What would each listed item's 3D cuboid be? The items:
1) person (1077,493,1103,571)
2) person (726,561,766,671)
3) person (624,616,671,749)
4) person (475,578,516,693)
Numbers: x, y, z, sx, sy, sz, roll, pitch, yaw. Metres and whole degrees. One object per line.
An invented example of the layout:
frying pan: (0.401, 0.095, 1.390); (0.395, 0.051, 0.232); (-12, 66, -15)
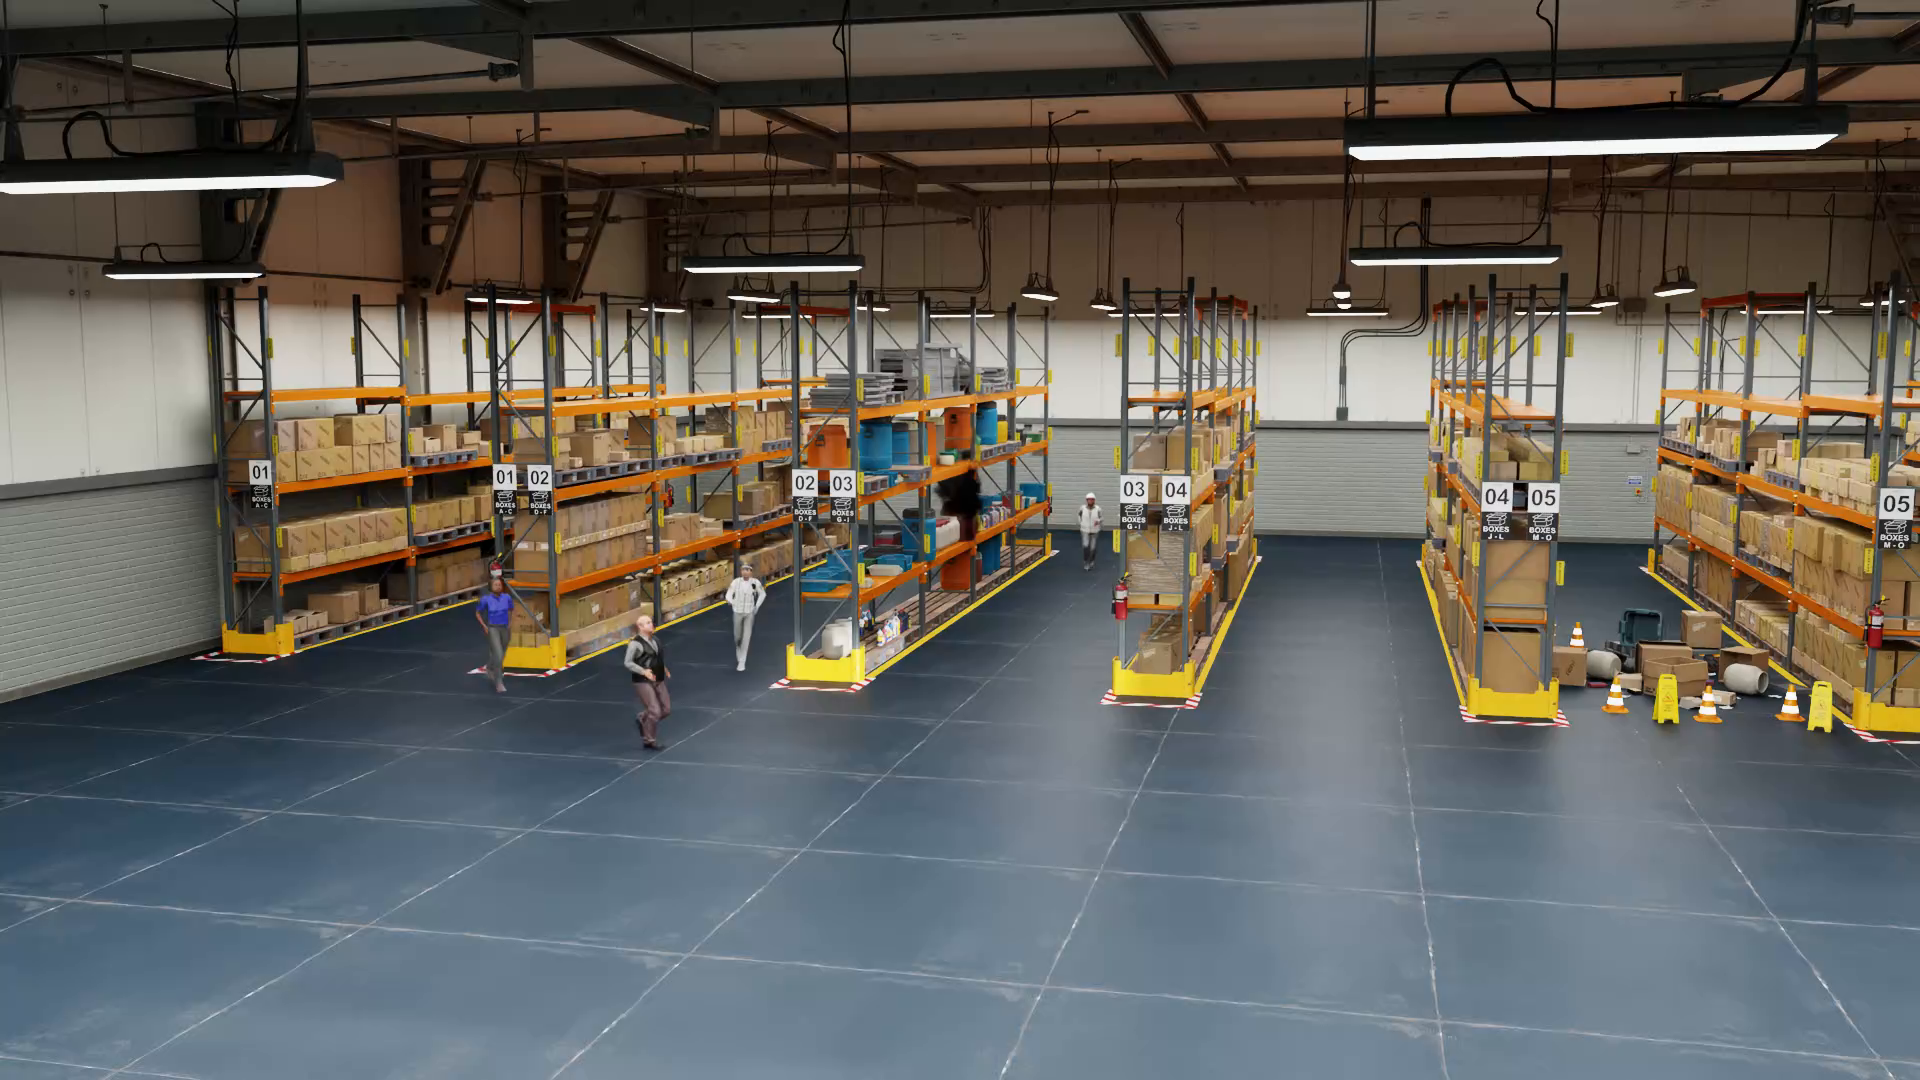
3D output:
person: (2.951, -0.260, 37.688); (0.580, 1.639, 0.838); (0, 7, 0)
person: (-3.384, 1.164, 26.272); (0.626, 1.696, 0.809); (0, 7, -1)
person: (-3.917, 1.780, 20.869); (0.609, 1.672, 0.657); (4, 8, 31)
person: (-6.857, 1.389, 24.580); (0.583, 1.663, 0.786); (-5, 8, -38)
